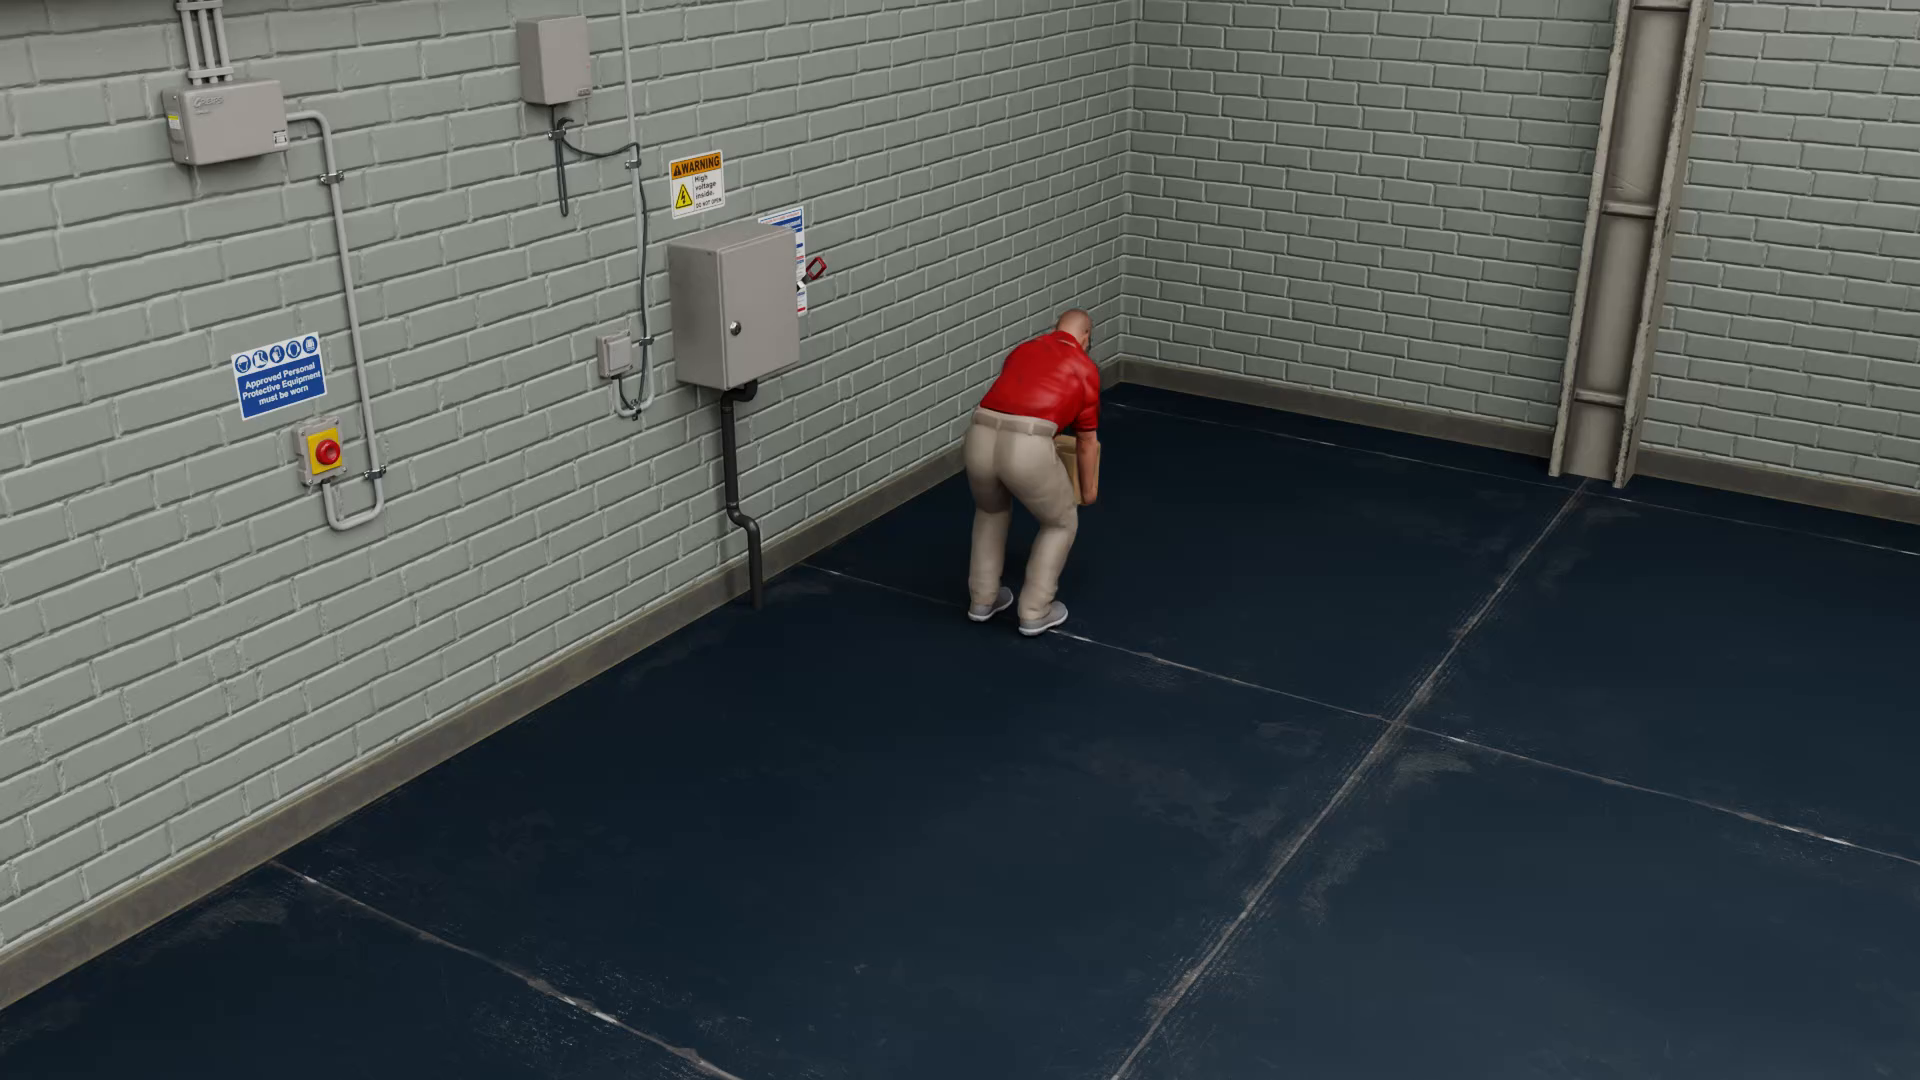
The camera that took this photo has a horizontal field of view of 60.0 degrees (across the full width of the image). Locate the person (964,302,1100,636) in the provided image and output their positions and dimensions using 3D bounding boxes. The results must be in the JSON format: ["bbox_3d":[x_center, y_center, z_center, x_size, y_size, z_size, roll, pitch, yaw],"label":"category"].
[{"bbox_3d":[0.351,-0.320,7.396,0.490,1.325,0.884,13,26,27],"label":"person"}]
